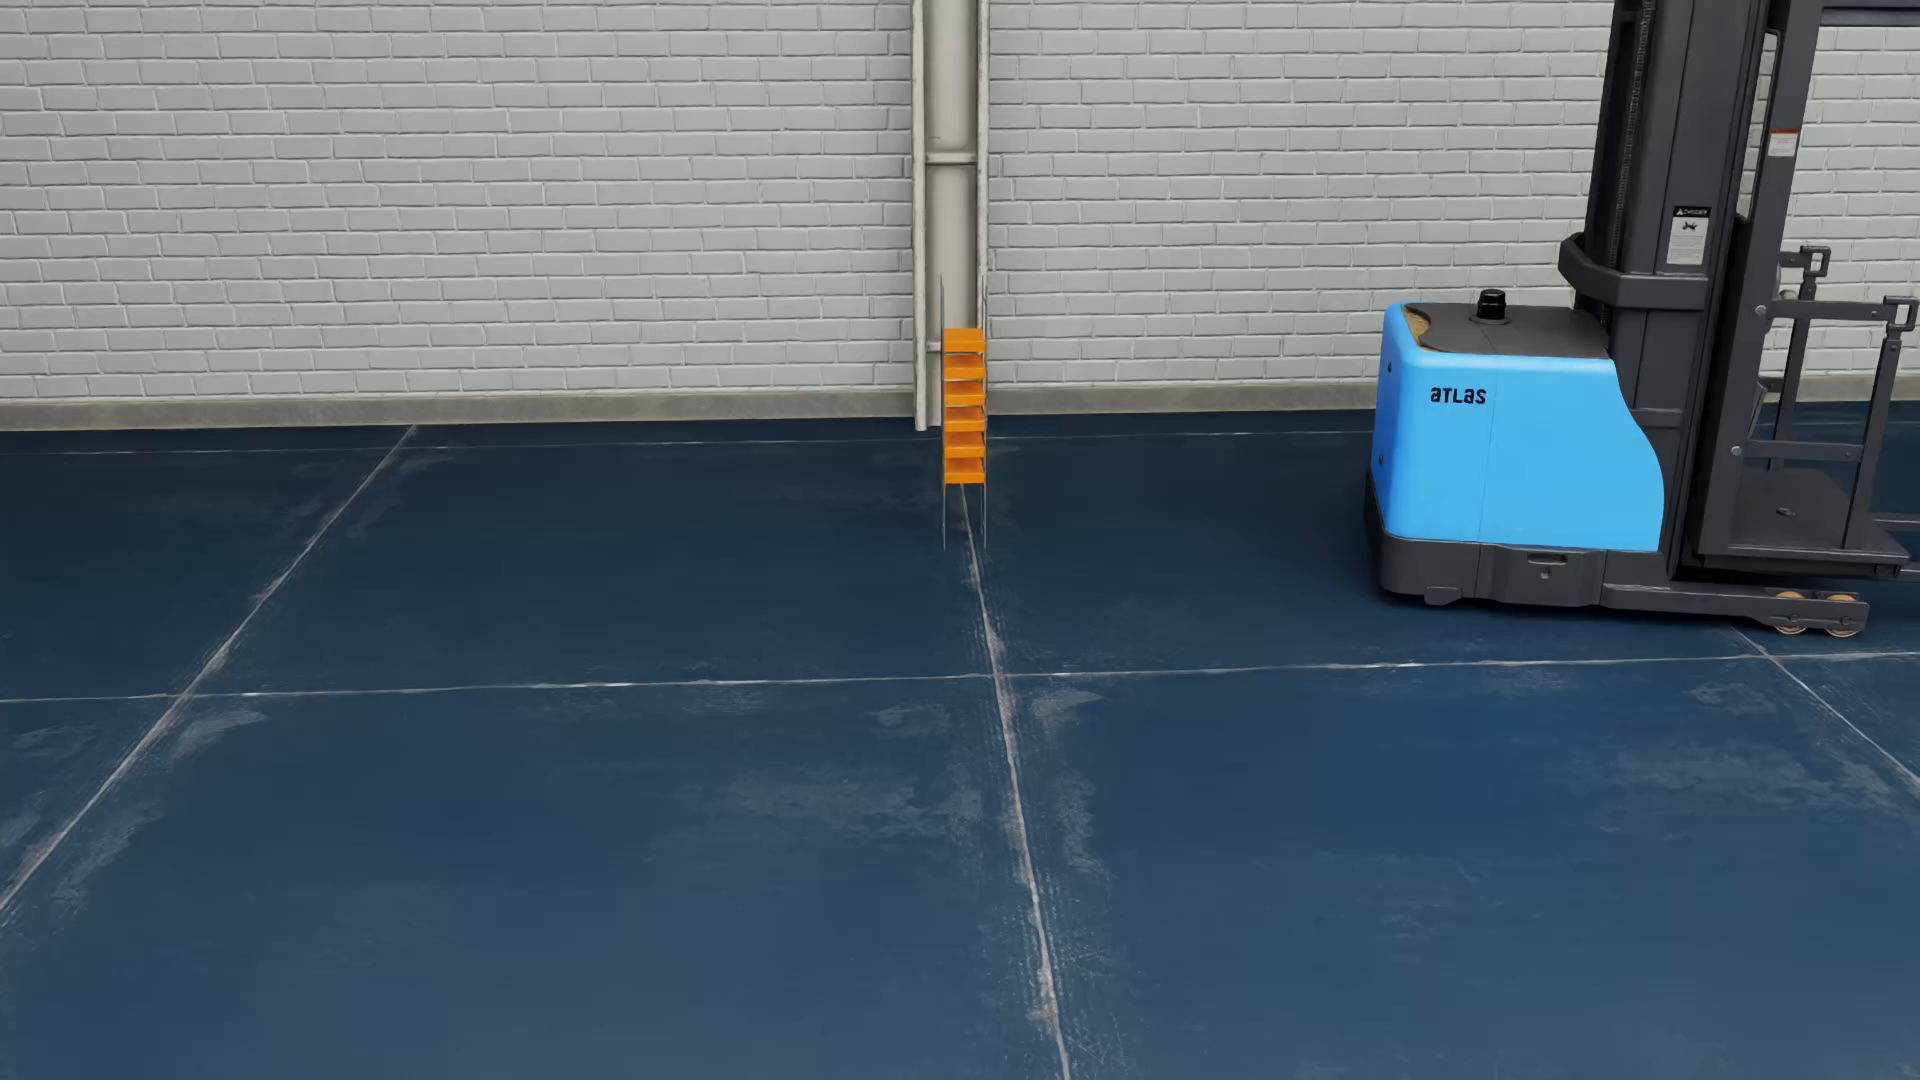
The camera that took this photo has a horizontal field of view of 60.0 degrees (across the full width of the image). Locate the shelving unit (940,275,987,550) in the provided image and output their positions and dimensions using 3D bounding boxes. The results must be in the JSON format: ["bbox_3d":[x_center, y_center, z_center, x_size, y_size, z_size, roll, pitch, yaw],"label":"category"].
[{"bbox_3d":[0.014,-0.561,7.408,0.189,1.200,0.258,-1,21,-3],"label":"shelving unit"}]

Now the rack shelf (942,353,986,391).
[{"bbox_3d":[0.014,-0.744,7.339,0.180,0.103,0.258,-1,21,-3],"label":"rack shelf"}]

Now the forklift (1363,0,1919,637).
[{"bbox_3d":[3.304,-1.187,6.619,3.031,2.935,1.130,3,21,8],"label":"forklift"}]

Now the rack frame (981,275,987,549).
[{"bbox_3d":[0.106,-0.563,7.413,0.006,1.200,0.240,-1,21,-3],"label":"rack frame"}]

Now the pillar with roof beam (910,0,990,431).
[{"bbox_3d":[0.191,-3.342,3.751,0.400,9.000,9.100,-1,21,-3],"label":"pillar with roof beam"}]

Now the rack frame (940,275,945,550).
[{"bbox_3d":[-0.077,-0.559,7.403,0.006,1.200,0.240,-1,21,-3],"label":"rack frame"}]

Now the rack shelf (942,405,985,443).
[{"bbox_3d":[0.014,-0.520,7.424,0.180,0.103,0.258,-1,21,-3],"label":"rack shelf"}]

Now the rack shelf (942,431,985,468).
[{"bbox_3d":[0.014,-0.407,7.467,0.180,0.103,0.258,-1,21,-3],"label":"rack shelf"}]

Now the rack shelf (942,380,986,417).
[{"bbox_3d":[0.014,-0.632,7.381,0.180,0.103,0.258,-1,21,-3],"label":"rack shelf"}]

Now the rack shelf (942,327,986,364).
[{"bbox_3d":[0.014,-0.856,7.296,0.180,0.103,0.258,-1,21,-3],"label":"rack shelf"}]

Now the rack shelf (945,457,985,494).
[{"bbox_3d":[0.014,-0.295,7.509,0.180,0.103,0.258,-1,21,-3],"label":"rack shelf"}]
